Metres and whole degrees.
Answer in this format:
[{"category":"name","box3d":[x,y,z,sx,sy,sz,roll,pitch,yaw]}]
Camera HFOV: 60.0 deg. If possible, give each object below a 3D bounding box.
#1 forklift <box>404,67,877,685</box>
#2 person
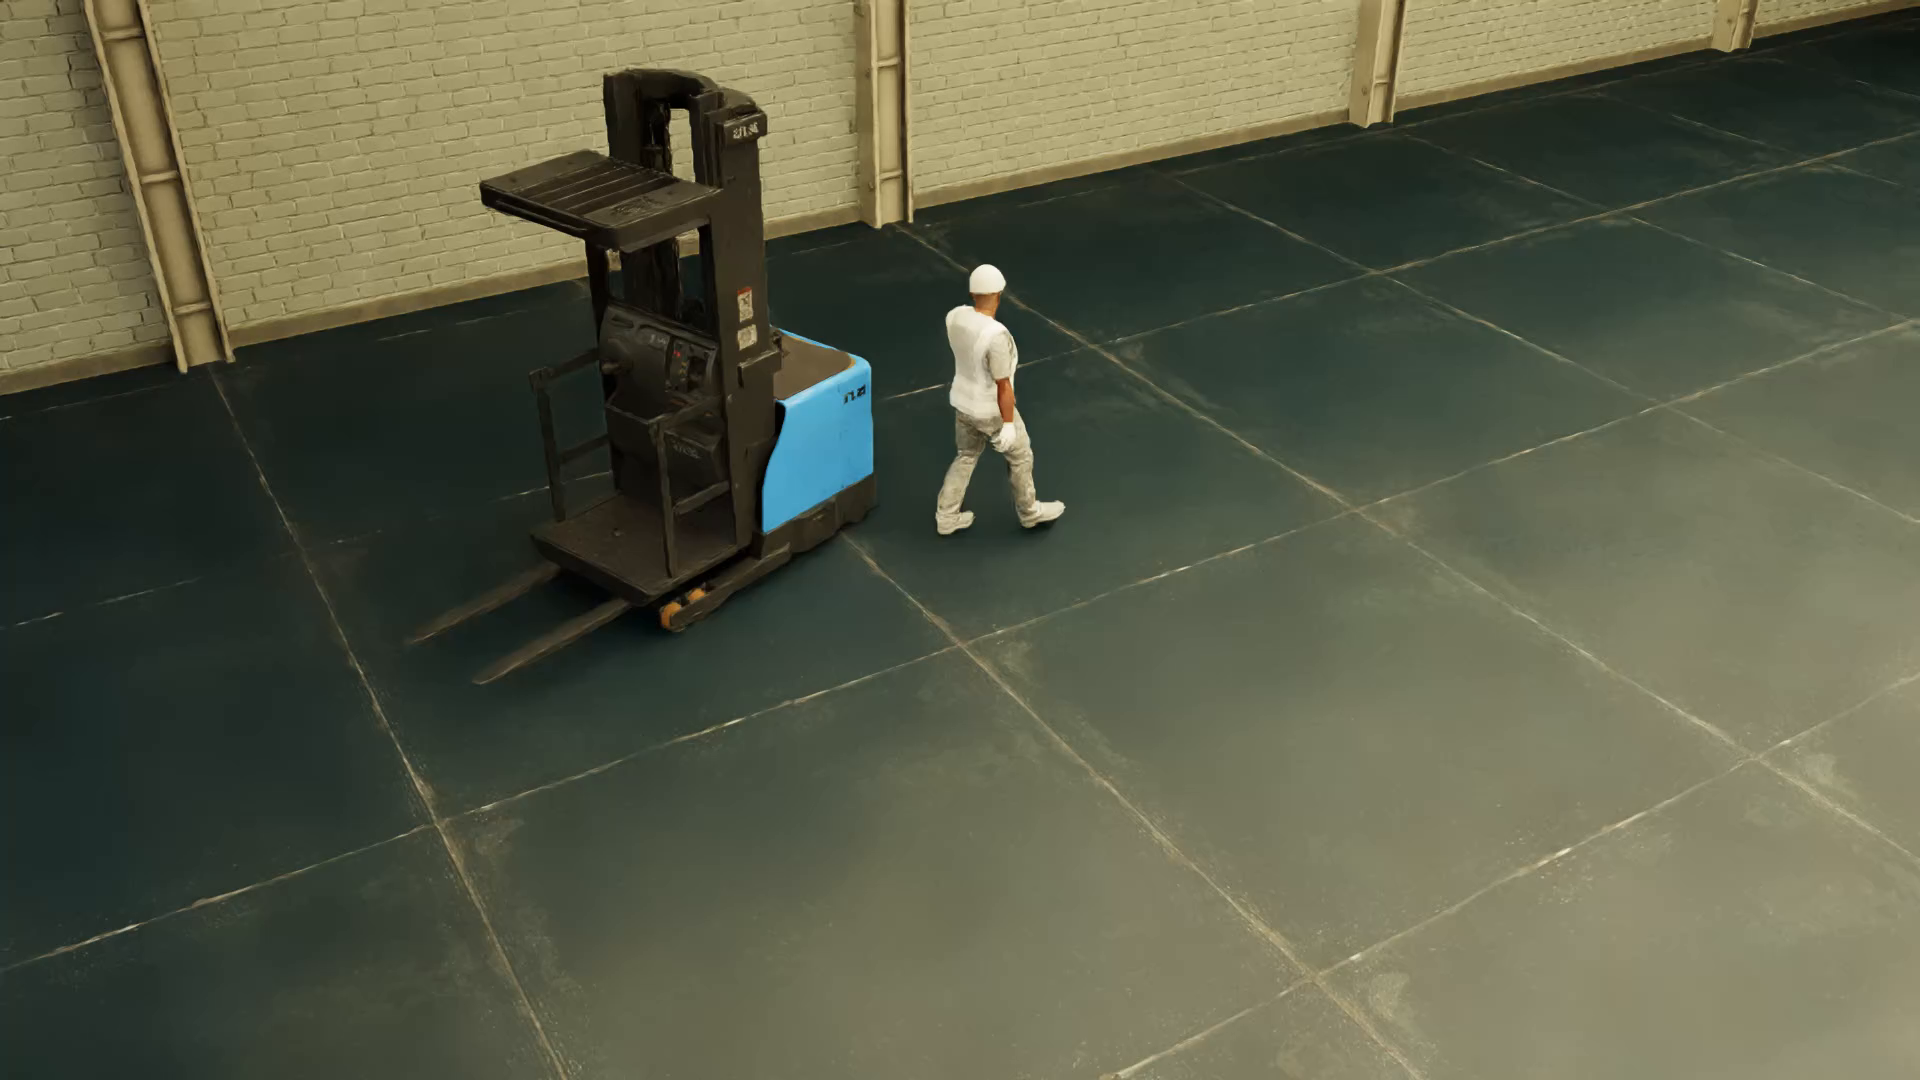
[{"category":"forklift","box3d":[-1.853,-1.014,9.340,1.130,2.935,3.031,23,38,33]},{"category":"person","box3d":[0.230,-0.862,10.186,0.781,1.753,0.732,-21,37,-31]}]
